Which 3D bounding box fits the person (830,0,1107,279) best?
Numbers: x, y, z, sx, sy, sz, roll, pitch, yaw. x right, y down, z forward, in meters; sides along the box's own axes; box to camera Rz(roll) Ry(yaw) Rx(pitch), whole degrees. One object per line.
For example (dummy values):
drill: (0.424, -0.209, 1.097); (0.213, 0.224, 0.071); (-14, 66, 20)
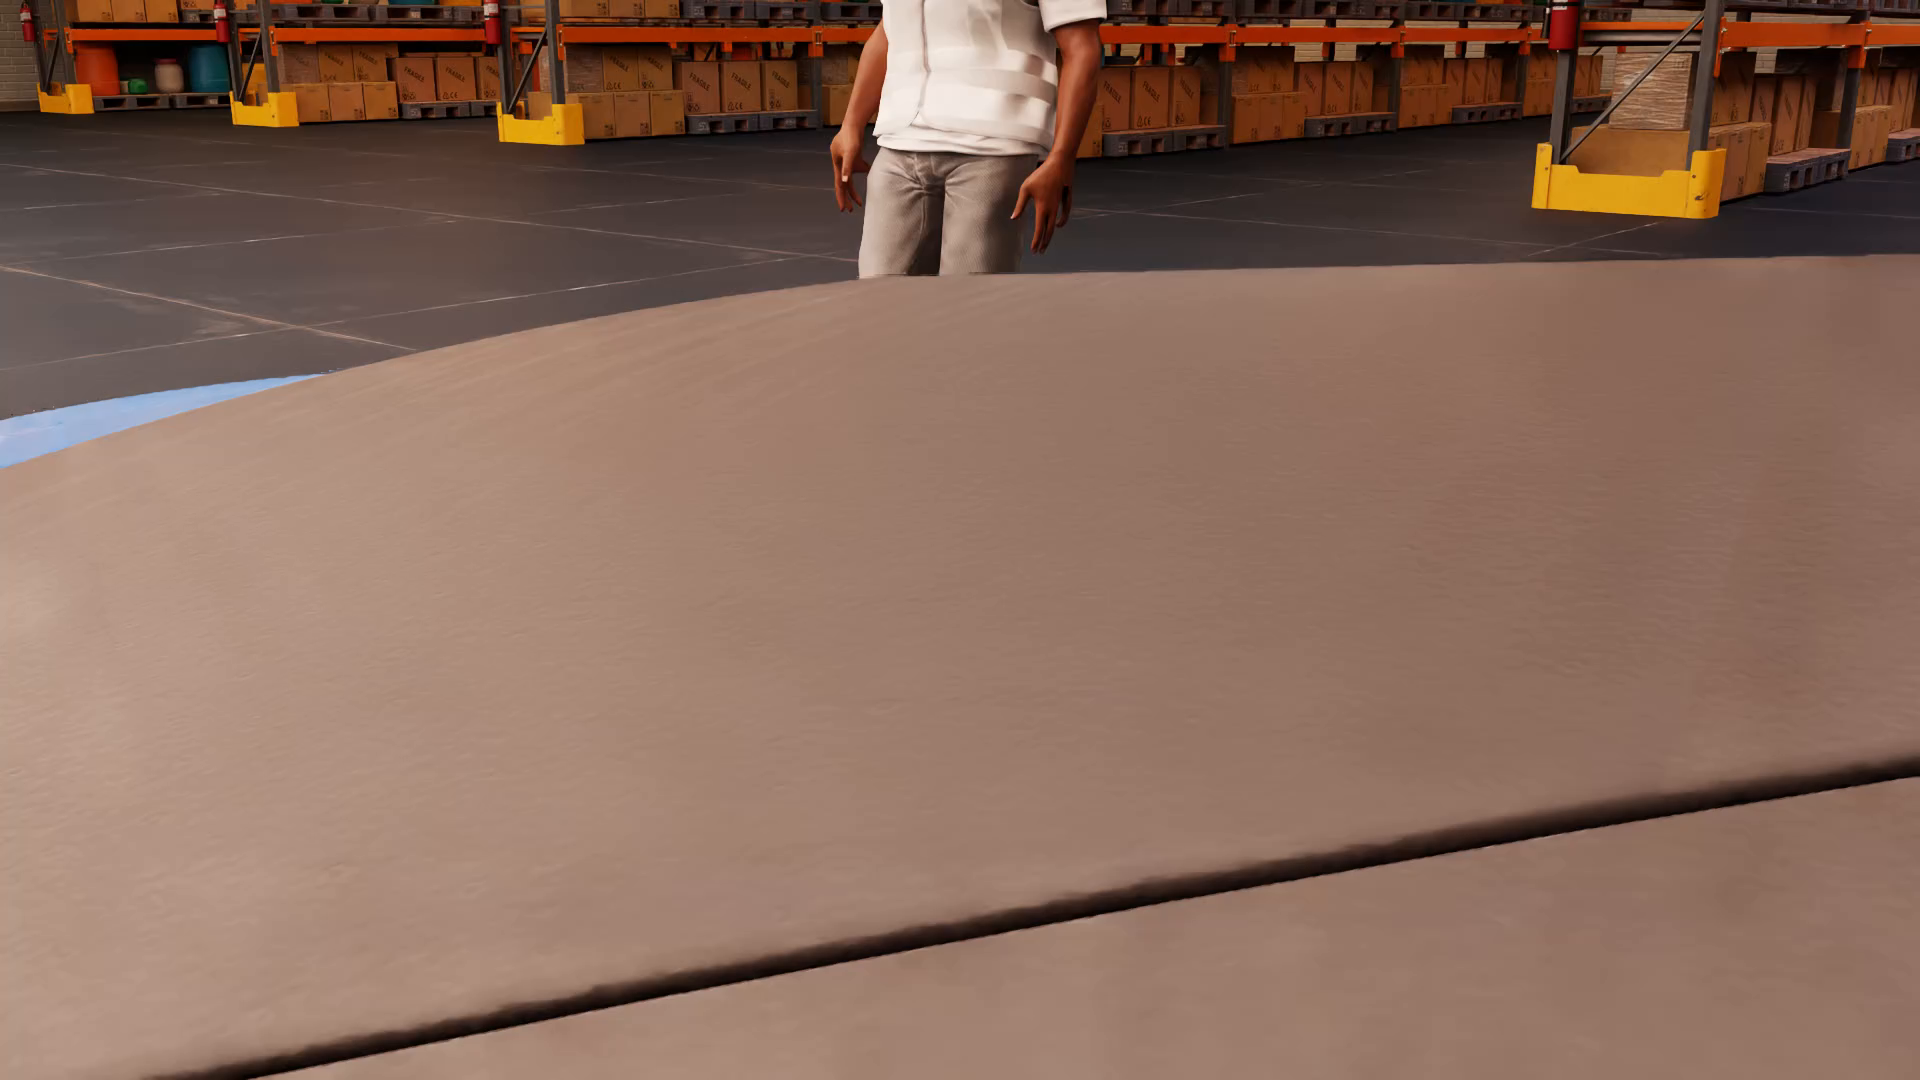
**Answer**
person: (-0.049, -0.838, 3.636); (0.666, 1.765, 0.577); (13, 21, 37)
